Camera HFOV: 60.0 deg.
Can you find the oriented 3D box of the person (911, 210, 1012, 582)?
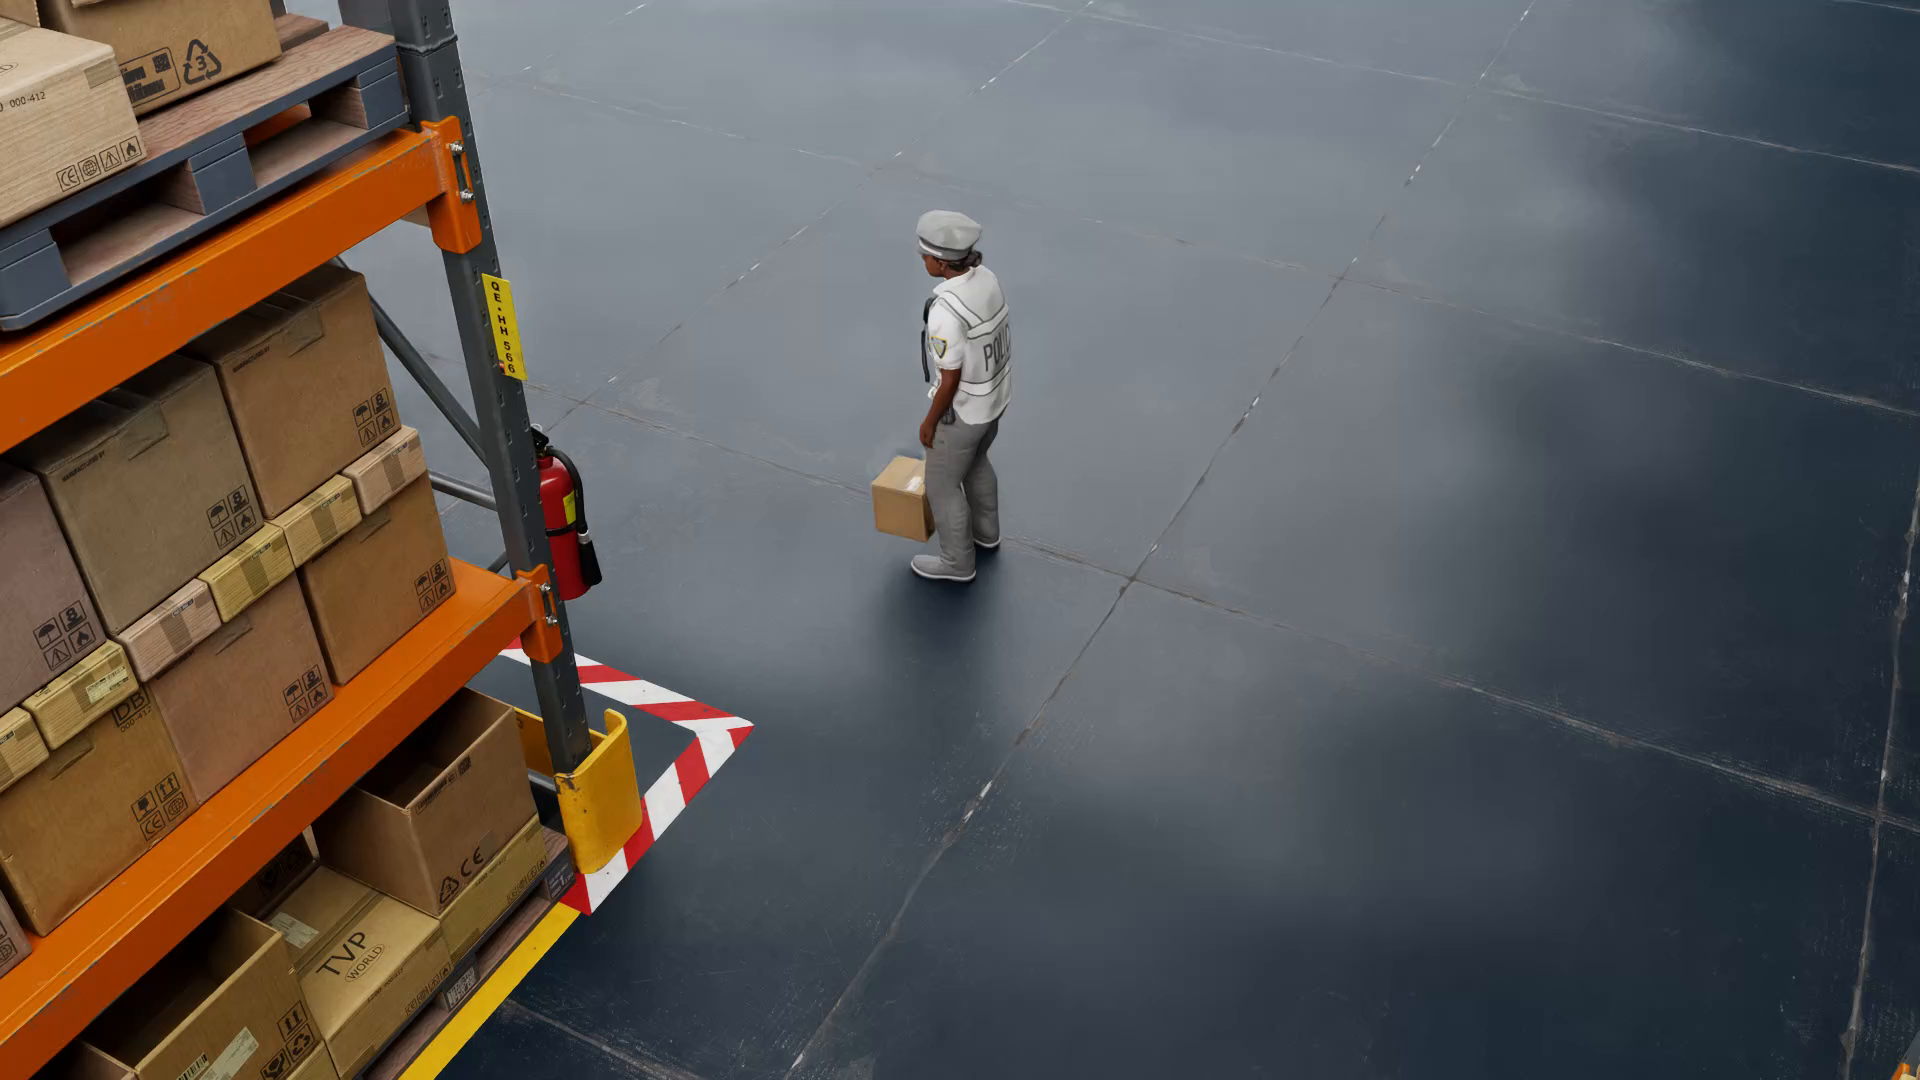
[{"bbox_3d":[0.012,-0.568,6.871,0.378,1.664,0.500,17,41,20],"label":"person"}]
